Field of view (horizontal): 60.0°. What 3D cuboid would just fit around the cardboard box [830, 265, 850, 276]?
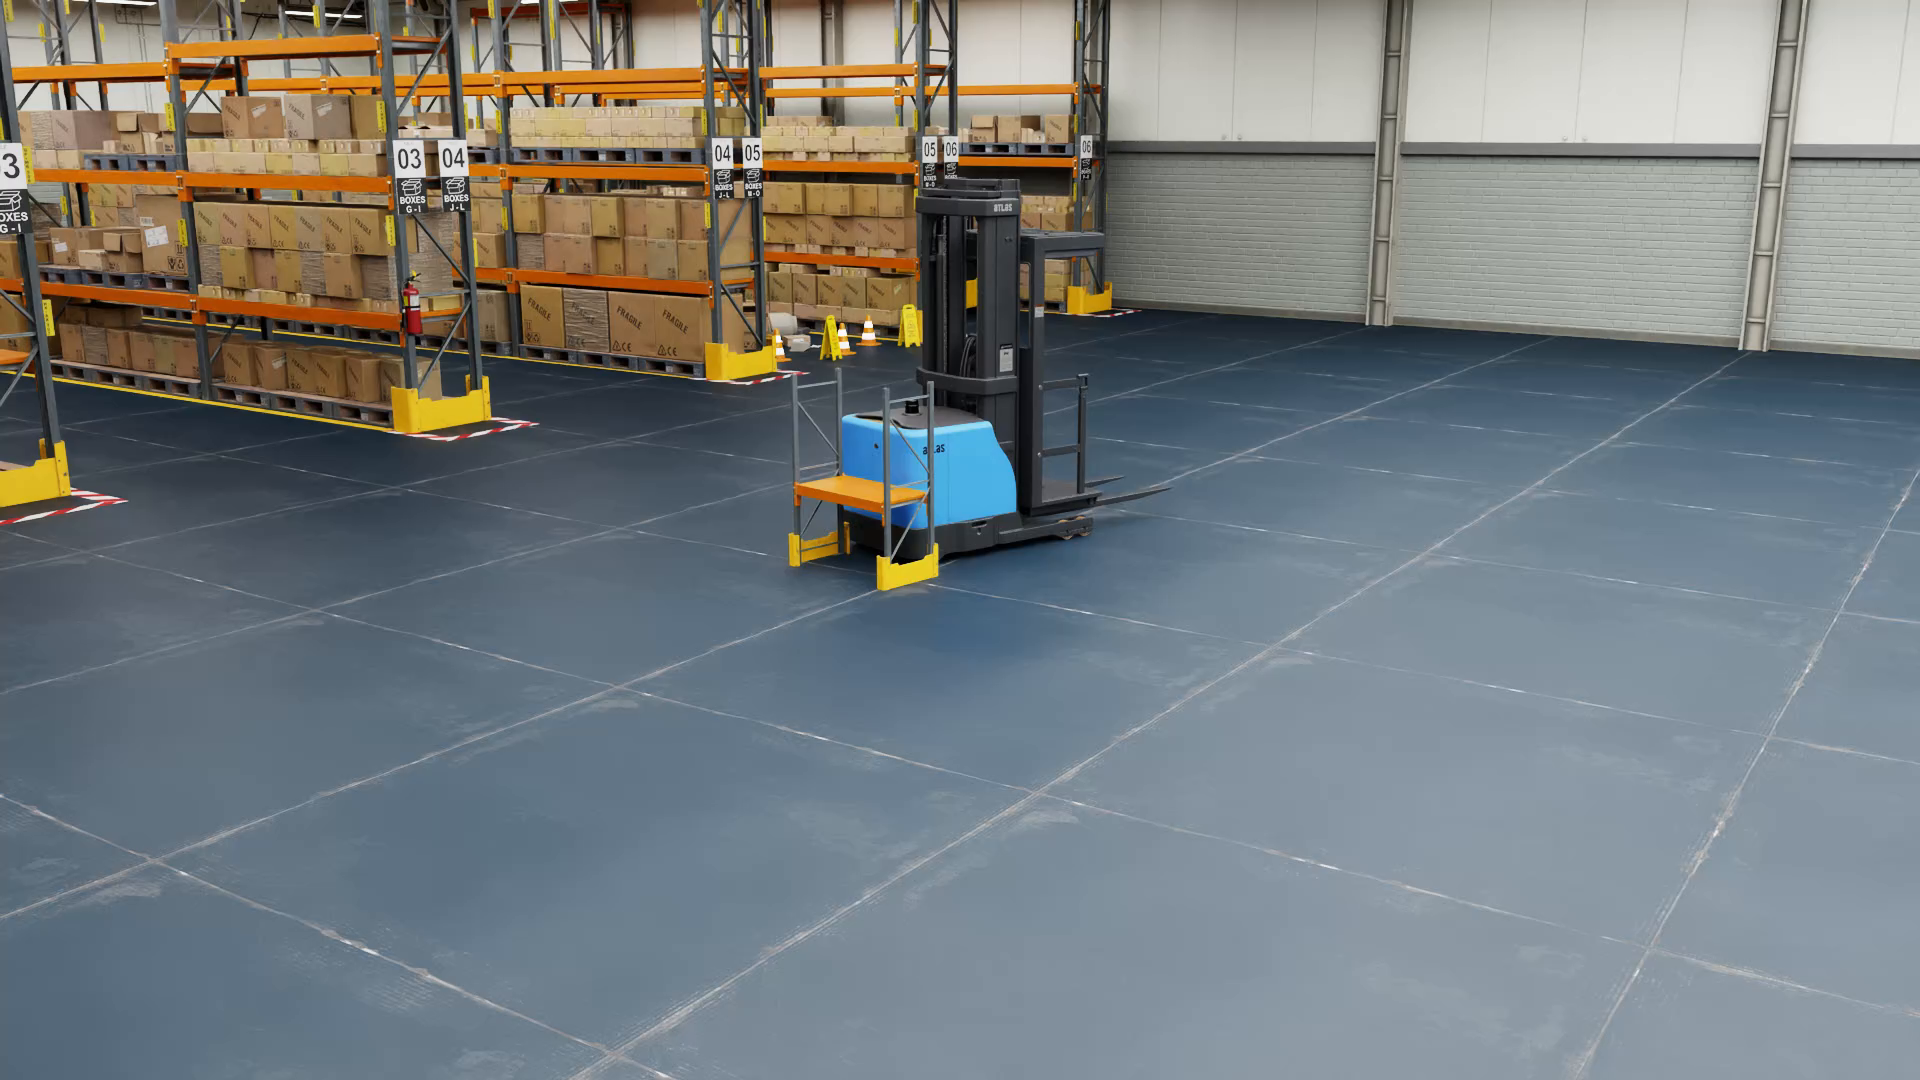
[{"bbox_3d":[-1.941,-4.460,27.534,0.250,0.149,0.380,10,17,35],"label":"cardboard box"}]

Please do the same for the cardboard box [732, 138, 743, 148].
[{"bbox_3d":[-3.148,-5.446,22.780,0.250,0.149,0.380,9,17,33],"label":"cardboard box"}]

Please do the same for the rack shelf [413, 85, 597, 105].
[{"bbox_3d":[-8.662,-8.460,31.601,4.000,0.370,1.077,9,17,33],"label":"rack shelf"}]

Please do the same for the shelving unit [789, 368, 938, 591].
[{"bbox_3d":[-0.751,-0.492,12.691,1.083,1.500,0.587,13,19,42],"label":"shelving unit"}]

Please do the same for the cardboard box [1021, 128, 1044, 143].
[{"bbox_3d":[1.336,-7.468,30.705,0.258,0.266,0.396,9,17,33],"label":"cardboard box"}]

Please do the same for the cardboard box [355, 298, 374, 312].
[{"bbox_3d":[-6.690,-2.706,19.036,0.250,0.149,0.380,9,17,33],"label":"cardboard box"}]

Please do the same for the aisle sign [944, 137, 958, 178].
[{"bbox_3d":[-0.140,-6.066,26.674,0.004,0.787,0.394,9,17,33],"label":"aisle sign"}]

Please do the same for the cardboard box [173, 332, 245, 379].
[{"bbox_3d":[-9.711,-2.398,21.553,0.500,0.500,0.700,8,16,29],"label":"cardboard box"}]

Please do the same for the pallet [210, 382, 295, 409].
[{"bbox_3d":[-8.637,-1.874,20.955,1.213,0.211,1.003,9,17,33],"label":"pallet"}]

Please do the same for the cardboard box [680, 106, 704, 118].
[{"bbox_3d":[-3.512,-5.701,22.149,0.250,0.149,0.380,9,17,33],"label":"cardboard box"}]

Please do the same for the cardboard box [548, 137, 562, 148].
[{"bbox_3d":[-5.620,-5.654,23.621,0.250,0.149,0.380,9,16,32],"label":"cardboard box"}]

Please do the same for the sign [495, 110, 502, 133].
[{"bbox_3d":[-6.657,-6.036,23.993,0.005,0.325,0.100,9,17,33],"label":"sign"}]

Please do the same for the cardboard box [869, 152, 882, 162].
[{"bbox_3d":[-1.243,-6.146,26.688,0.250,0.149,0.380,10,17,34],"label":"cardboard box"}]

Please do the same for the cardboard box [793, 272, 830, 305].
[{"bbox_3d":[-2.464,-4.248,28.027,0.500,0.500,0.500,10,17,36],"label":"cardboard box"}]

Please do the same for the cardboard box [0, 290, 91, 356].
[{"bbox_3d":[-13.094,-3.116,23.718,0.875,0.875,1.225,8,16,30],"label":"cardboard box"}]

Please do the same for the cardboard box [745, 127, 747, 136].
[{"bbox_3d":[-3.604,-6.901,28.078,0.250,0.149,0.380,9,16,32],"label":"cardboard box"}]

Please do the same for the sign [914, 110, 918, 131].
[{"bbox_3d":[-0.690,-6.528,25.867,0.005,0.325,0.100,9,17,33],"label":"sign"}]

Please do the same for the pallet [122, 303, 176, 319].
[{"bbox_3d":[-14.594,-4.252,30.560,1.213,0.211,1.003,9,17,33],"label":"pallet"}]

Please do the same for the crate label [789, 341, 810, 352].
[{"bbox_3d":[-2.465,-2.987,25.606,0.298,0.136,0.250,1,14,4],"label":"crate label"}]

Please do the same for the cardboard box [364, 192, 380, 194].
[{"bbox_3d":[-11.711,-7.038,33.722,0.500,0.500,0.500,9,17,34],"label":"cardboard box"}]

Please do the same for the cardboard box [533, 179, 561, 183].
[{"bbox_3d":[-9.402,-8.006,38.055,0.500,0.500,0.500,10,17,34],"label":"cardboard box"}]

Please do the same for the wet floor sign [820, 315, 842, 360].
[{"bbox_3d":[-1.914,-2.998,24.590,0.232,0.644,0.267,6,15,23],"label":"wet floor sign"}]

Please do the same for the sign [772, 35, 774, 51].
[{"bbox_3d":[-3.928,-10.367,34.701,0.005,0.325,0.100,9,17,33],"label":"sign"}]

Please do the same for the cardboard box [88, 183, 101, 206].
[{"bbox_3d":[-15.673,-6.394,30.503,0.500,0.500,0.500,10,17,34],"label":"cardboard box"}]

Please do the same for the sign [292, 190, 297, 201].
[{"bbox_3d":[-13.955,-7.245,34.881,0.005,0.325,0.100,9,17,33],"label":"sign"}]

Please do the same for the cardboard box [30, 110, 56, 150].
[{"bbox_3d":[-11.868,-5.411,21.950,0.500,0.500,0.500,9,17,33],"label":"cardboard box"}]

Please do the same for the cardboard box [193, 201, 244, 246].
[{"bbox_3d":[-8.982,-3.878,20.339,0.500,0.500,0.500,9,17,33],"label":"cardboard box"}]

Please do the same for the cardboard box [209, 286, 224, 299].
[{"bbox_3d":[-9.003,-3.064,20.481,0.250,0.149,0.380,9,17,33],"label":"cardboard box"}]

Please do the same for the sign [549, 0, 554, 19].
[{"bbox_3d":[-6.032,-7.836,24.477,0.005,0.325,0.100,9,17,33],"label":"sign"}]

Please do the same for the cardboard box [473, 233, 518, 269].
[{"bbox_3d":[-6.944,-4.351,24.951,0.500,0.500,0.500,9,17,32],"label":"cardboard box"}]

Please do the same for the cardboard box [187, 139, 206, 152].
[{"bbox_3d":[-9.116,-4.783,20.141,0.250,0.149,0.380,9,16,31],"label":"cardboard box"}]

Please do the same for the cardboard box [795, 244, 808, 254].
[{"bbox_3d":[-2.545,-4.885,27.838,0.250,0.149,0.380,9,17,33],"label":"cardboard box"}]

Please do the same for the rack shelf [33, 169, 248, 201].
[{"bbox_3d":[-10.873,-4.686,21.765,4.000,0.370,1.077,9,17,33],"label":"rack shelf"}]

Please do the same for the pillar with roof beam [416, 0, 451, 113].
[{"bbox_3d":[-15.010,-10.481,37.437,0.548,9.000,9.100,9,17,33],"label":"pillar with roof beam"}]

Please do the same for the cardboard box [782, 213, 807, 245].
[{"bbox_3d":[-2.635,-5.232,27.891,0.500,0.500,0.500,9,17,32],"label":"cardboard box"}]

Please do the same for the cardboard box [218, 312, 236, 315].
[{"bbox_3d":[-12.535,-4.198,28.865,0.500,0.500,0.500,10,17,35],"label":"cardboard box"}]

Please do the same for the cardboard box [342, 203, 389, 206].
[{"bbox_3d":[-7.026,-3.716,19.684,0.500,0.500,0.500,9,17,33],"label":"cardboard box"}]

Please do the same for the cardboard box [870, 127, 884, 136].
[{"bbox_3d":[-1.224,-6.531,26.584,0.250,0.149,0.380,9,16,32],"label":"cardboard box"}]

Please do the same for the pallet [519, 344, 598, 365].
[{"bbox_3d":[-5.775,-2.815,24.756,1.213,0.211,1.003,9,17,33],"label":"pallet"}]

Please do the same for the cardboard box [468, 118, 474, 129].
[{"bbox_3d":[-9.752,-7.892,32.137,0.500,0.500,0.500,9,16,32],"label":"cardboard box"}]

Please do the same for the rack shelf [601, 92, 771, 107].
[{"bbox_3d":[-5.895,-9.450,35.601,4.000,0.370,1.077,9,17,33],"label":"rack shelf"}]

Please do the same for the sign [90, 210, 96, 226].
[{"bbox_3d":[-12.238,-4.480,23.435,0.005,0.325,0.100,9,17,33],"label":"sign"}]

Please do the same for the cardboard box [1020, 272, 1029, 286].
[{"bbox_3d":[1.415,-4.925,31.282,0.500,0.250,0.500,9,17,32],"label":"cardboard box"}]

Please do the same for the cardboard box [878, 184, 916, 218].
[{"bbox_3d":[-0.910,-5.454,26.703,0.500,0.500,0.700,9,16,31],"label":"cardboard box"}]

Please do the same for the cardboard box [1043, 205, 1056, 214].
[{"bbox_3d":[1.730,-6.123,30.757,0.250,0.149,0.380,9,17,34],"label":"cardboard box"}]

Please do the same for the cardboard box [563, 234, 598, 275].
[{"bbox_3d":[-5.198,-4.147,24.020,0.550,0.550,0.875,9,17,33],"label":"cardboard box"}]

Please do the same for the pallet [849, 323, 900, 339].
[{"bbox_3d":[-1.081,-3.523,27.615,1.213,0.211,1.003,9,17,33],"label":"pallet"}]

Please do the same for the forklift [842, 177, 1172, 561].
[{"bbox_3d":[0.496,-1.516,13.848,3.031,2.935,1.130,-11,17,-37],"label":"forklift"}]

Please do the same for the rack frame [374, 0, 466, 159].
[{"bbox_3d":[-5.895,-5.686,18.067,0.127,3.000,1.000,9,17,33],"label":"rack frame"}]

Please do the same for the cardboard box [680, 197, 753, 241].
[{"bbox_3d":[-3.329,-4.404,22.813,0.550,0.550,0.875,9,17,33],"label":"cardboard box"}]

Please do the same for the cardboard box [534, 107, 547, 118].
[{"bbox_3d":[-5.827,-6.075,23.661,0.250,0.149,0.380,9,17,32],"label":"cardboard box"}]

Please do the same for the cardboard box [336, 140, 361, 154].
[{"bbox_3d":[-6.738,-4.399,18.592,0.250,0.149,0.380,8,16,30],"label":"cardboard box"}]

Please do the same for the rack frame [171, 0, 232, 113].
[{"bbox_3d":[-13.000,-8.271,28.509,0.127,3.000,1.000,9,17,33],"label":"rack frame"}]

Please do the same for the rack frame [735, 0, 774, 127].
[{"bbox_3d":[-4.235,-9.725,34.383,0.127,3.000,1.000,9,17,33],"label":"rack frame"}]
